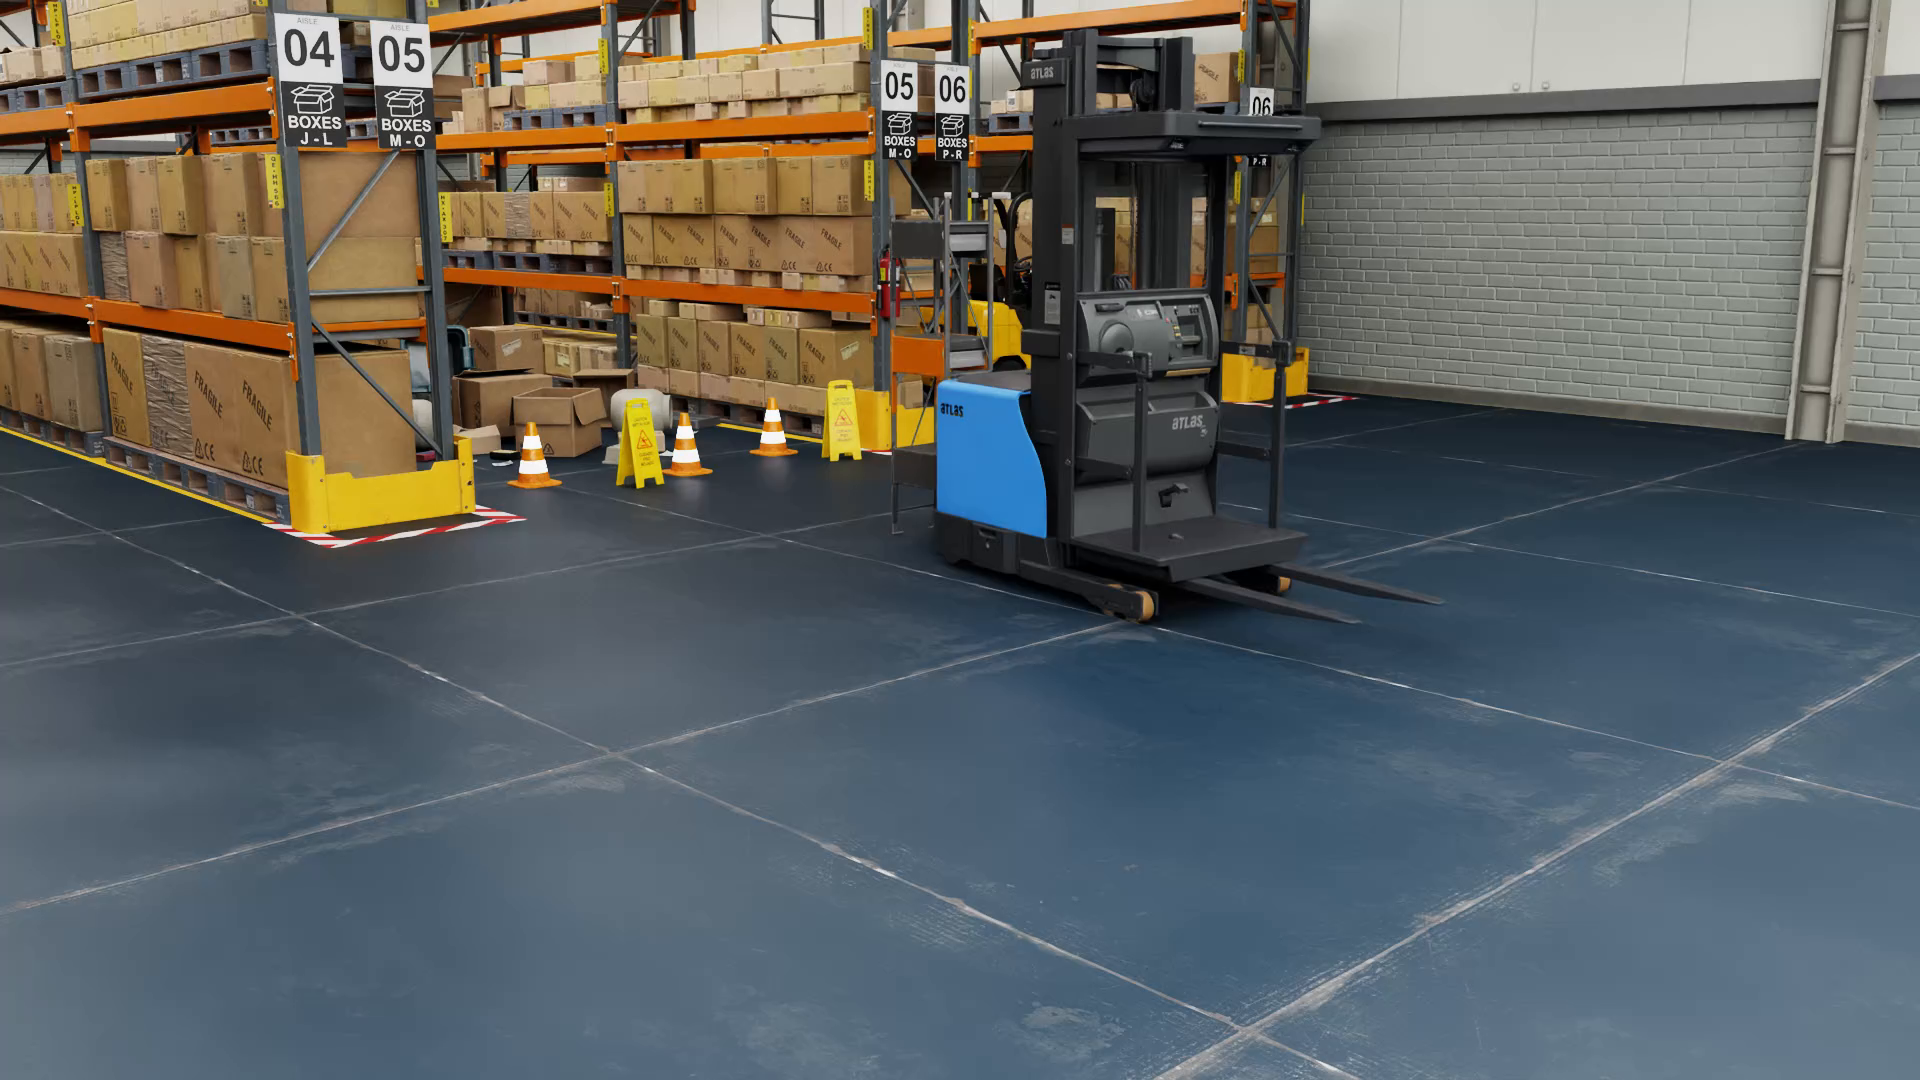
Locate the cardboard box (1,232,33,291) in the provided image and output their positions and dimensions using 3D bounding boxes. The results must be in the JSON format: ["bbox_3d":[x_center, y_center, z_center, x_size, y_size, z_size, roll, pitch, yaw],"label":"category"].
[{"bbox_3d":[-8.209,-2.505,14.888,0.500,0.500,0.500,-11,16,-43],"label":"cardboard box"}]

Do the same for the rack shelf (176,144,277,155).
[{"bbox_3d":[-10.000,-5.476,23.909,1.077,0.370,4.000,-11,16,-43],"label":"rack shelf"}]

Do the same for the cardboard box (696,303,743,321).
[{"bbox_3d":[-2.295,-2.180,15.868,0.380,0.149,0.250,-10,15,-39],"label":"cardboard box"}]

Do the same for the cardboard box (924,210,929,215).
[{"bbox_3d":[-0.225,-4.056,20.811,0.380,0.149,0.250,-11,16,-43],"label":"cardboard box"}]

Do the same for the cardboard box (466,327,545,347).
[{"bbox_3d":[-5.474,-2.319,19.704,0.625,0.372,0.950,10,16,41],"label":"cardboard box"}]

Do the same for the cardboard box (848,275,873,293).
[{"bbox_3d":[-0.745,-2.218,14.367,0.380,0.149,0.250,-10,15,-41],"label":"cardboard box"}]

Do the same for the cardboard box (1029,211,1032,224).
[{"bbox_3d":[1.020,-3.758,19.363,0.380,0.149,0.250,-10,16,-41],"label":"cardboard box"}]

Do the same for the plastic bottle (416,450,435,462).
[{"bbox_3d":[-4.332,-0.692,13.619,0.133,0.061,0.283,6,13,26],"label":"plastic bottle"}]

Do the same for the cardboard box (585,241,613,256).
[{"bbox_3d":[-3.649,-3.020,17.216,0.380,0.149,0.250,-11,16,-42],"label":"cardboard box"}]

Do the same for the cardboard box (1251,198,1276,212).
[{"bbox_3d":[3.178,-3.600,17.858,0.380,0.149,0.250,-11,16,-44],"label":"cardboard box"}]

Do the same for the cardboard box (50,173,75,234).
[{"bbox_3d":[-7.308,-2.881,14.235,0.700,0.500,0.500,-11,16,-43],"label":"cardboard box"}]

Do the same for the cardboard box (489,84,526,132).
[{"bbox_3d":[-4.783,-4.785,18.514,0.797,0.503,0.637,-11,16,-43],"label":"cardboard box"}]

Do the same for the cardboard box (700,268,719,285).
[{"bbox_3d":[-2.232,-2.499,15.728,0.380,0.149,0.250,-11,16,-42],"label":"cardboard box"}]

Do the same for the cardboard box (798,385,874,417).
[{"bbox_3d":[-1.101,-1.259,14.864,0.500,0.250,0.500,-11,16,-43],"label":"cardboard box"}]

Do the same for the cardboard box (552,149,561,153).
[{"bbox_3d":[-6.348,-6.310,26.792,0.380,0.149,0.250,-11,16,-42],"label":"cardboard box"}]

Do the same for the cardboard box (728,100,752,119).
[{"bbox_3d":[-1.873,-3.894,15.066,0.380,0.149,0.250,-11,16,-43],"label":"cardboard box"}]

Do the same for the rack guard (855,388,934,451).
[{"bbox_3d":[-0.384,-1.103,14.528,1.175,0.500,0.348,-11,16,-43],"label":"rack guard"}]

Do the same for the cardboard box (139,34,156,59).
[{"bbox_3d":[-5.549,-3.474,11.740,0.380,0.149,0.250,-11,16,-42],"label":"cardboard box"}]

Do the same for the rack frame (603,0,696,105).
[{"bbox_3d":[-3.094,-5.839,16.450,1.000,3.000,0.127,-11,16,-43],"label":"rack frame"}]

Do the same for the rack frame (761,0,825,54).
[{"bbox_3d":[-2.269,-7.115,22.643,1.000,3.000,0.127,-11,16,-43],"label":"rack frame"}]

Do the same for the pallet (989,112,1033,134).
[{"bbox_3d":[1.101,-4.897,19.535,1.003,0.211,1.213,-11,16,-43],"label":"pallet"}]

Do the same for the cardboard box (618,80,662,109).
[{"bbox_3d":[-2.988,-4.339,16.241,0.500,0.250,0.500,-11,16,-44],"label":"cardboard box"}]

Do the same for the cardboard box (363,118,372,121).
[{"bbox_3d":[-7.061,-5.245,20.296,0.258,0.266,0.396,11,16,44],"label":"cardboard box"}]

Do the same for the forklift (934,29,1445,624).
[{"bbox_3d":[1.133,-1.128,8.625,1.130,2.935,3.031,-9,14,-36],"label":"forklift"}]

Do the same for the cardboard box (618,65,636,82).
[{"bbox_3d":[-3.113,-4.545,16.253,0.380,0.149,0.250,-11,16,-44],"label":"cardboard box"}]

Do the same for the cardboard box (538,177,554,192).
[{"bbox_3d":[-4.268,-3.790,17.739,0.250,0.149,0.380,11,16,43],"label":"cardboard box"}]

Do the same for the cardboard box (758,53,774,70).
[{"bbox_3d":[-1.582,-4.262,14.876,0.250,0.149,0.380,11,16,44],"label":"cardboard box"}]

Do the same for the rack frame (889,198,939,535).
[{"bbox_3d":[-0.283,-1.088,10.490,0.400,2.100,0.015,-11,16,-43],"label":"rack frame"}]

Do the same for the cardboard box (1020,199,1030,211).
[{"bbox_3d":[0.927,-3.955,19.584,0.380,0.149,0.250,-11,16,-44],"label":"cardboard box"}]

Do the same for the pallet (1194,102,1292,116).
[{"bbox_3d":[2.786,-4.541,17.806,1.003,0.211,1.213,-11,16,-43],"label":"pallet"}]

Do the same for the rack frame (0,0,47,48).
[{"bbox_3d":[-9.367,-5.718,15.864,1.000,3.000,0.127,-11,16,-43],"label":"rack frame"}]

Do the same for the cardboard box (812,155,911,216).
[{"bbox_3d":[-0.843,-3.045,14.295,0.500,0.500,0.700,11,16,44],"label":"cardboard box"}]

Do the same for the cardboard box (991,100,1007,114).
[{"bbox_3d":[0.583,-5.085,19.562,0.380,0.149,0.250,-10,16,-41],"label":"cardboard box"}]

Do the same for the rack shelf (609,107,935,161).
[{"bbox_3d":[-1.713,-3.725,15.408,1.077,0.370,4.000,-11,16,-43],"label":"rack shelf"}]

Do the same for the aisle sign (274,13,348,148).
[{"bbox_3d":[-4.010,-2.833,10.286,0.394,0.787,0.004,-11,16,-43],"label":"aisle sign"}]

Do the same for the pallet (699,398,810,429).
[{"bbox_3d":[-1.758,-1.263,16.020,1.003,0.211,1.213,-11,16,-43],"label":"pallet"}]

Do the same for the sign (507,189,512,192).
[{"bbox_3d":[-5.471,-4.089,20.153,0.100,0.325,0.005,-11,16,-43],"label":"sign"}]

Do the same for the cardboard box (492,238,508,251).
[{"bbox_3d":[-5.042,-3.334,18.741,0.380,0.149,0.250,-10,15,-39],"label":"cardboard box"}]

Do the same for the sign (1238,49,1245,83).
[{"bbox_3d":[2.854,-4.799,16.840,0.100,0.325,0.005,-11,16,-43],"label":"sign"}]

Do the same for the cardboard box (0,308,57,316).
[{"bbox_3d":[-9.668,-2.263,17.255,0.500,0.250,0.500,11,16,43],"label":"cardboard box"}]

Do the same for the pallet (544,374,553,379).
[{"bbox_3d":[-4.480,-1.826,18.751,1.003,0.211,1.213,-11,16,-43],"label":"pallet"}]

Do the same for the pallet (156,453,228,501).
[{"bbox_3d":[-5.289,-0.530,12.461,1.003,0.211,1.213,-11,16,-43],"label":"pallet"}]

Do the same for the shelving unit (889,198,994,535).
[{"bbox_3d":[-0.114,-1.053,10.317,0.431,2.100,0.503,-11,16,-43],"label":"shelving unit"}]

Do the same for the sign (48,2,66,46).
[{"bbox_3d":[-6.990,-3.995,12.875,0.100,0.325,0.005,-11,16,-43],"label":"sign"}]

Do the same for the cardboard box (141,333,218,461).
[{"bbox_3d":[-5.596,-1.128,12.679,0.875,0.875,0.875,-11,16,-42],"label":"cardboard box"}]

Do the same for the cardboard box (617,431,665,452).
[{"bbox_3d":[-2.698,-0.830,14.071,0.380,0.149,0.250,-3,12,-13],"label":"cardboard box"}]

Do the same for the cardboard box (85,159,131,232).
[{"bbox_3d":[-6.375,-2.739,13.227,0.875,0.550,0.550,-11,16,-43],"label":"cardboard box"}]

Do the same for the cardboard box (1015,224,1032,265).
[{"bbox_3d":[0.983,-3.467,19.556,0.500,0.500,0.500,-11,16,-42],"label":"cardboard box"}]

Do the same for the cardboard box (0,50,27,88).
[{"bbox_3d":[-8.326,-4.175,14.743,0.500,0.311,0.500,-11,16,-44],"label":"cardboard box"}]

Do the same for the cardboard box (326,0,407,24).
[{"bbox_3d":[-3.990,-3.514,10.947,0.500,0.250,0.500,-11,16,-43],"label":"cardboard box"}]

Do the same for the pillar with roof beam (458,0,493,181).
[{"bbox_3d":[-12.118,-8.201,27.918,9.100,9.000,0.400,-11,16,-43],"label":"pillar with roof beam"}]

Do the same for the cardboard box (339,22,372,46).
[{"bbox_3d":[-3.847,-3.307,10.932,0.380,0.149,0.250,-11,16,-42],"label":"cardboard box"}]

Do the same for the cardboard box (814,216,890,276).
[{"bbox_3d":[-0.906,-2.552,14.380,0.500,0.500,0.500,-11,16,-44],"label":"cardboard box"}]

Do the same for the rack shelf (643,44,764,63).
[{"bbox_3d":[-3.650,-6.858,24.173,1.077,0.370,4.000,-11,16,-43],"label":"rack shelf"}]
